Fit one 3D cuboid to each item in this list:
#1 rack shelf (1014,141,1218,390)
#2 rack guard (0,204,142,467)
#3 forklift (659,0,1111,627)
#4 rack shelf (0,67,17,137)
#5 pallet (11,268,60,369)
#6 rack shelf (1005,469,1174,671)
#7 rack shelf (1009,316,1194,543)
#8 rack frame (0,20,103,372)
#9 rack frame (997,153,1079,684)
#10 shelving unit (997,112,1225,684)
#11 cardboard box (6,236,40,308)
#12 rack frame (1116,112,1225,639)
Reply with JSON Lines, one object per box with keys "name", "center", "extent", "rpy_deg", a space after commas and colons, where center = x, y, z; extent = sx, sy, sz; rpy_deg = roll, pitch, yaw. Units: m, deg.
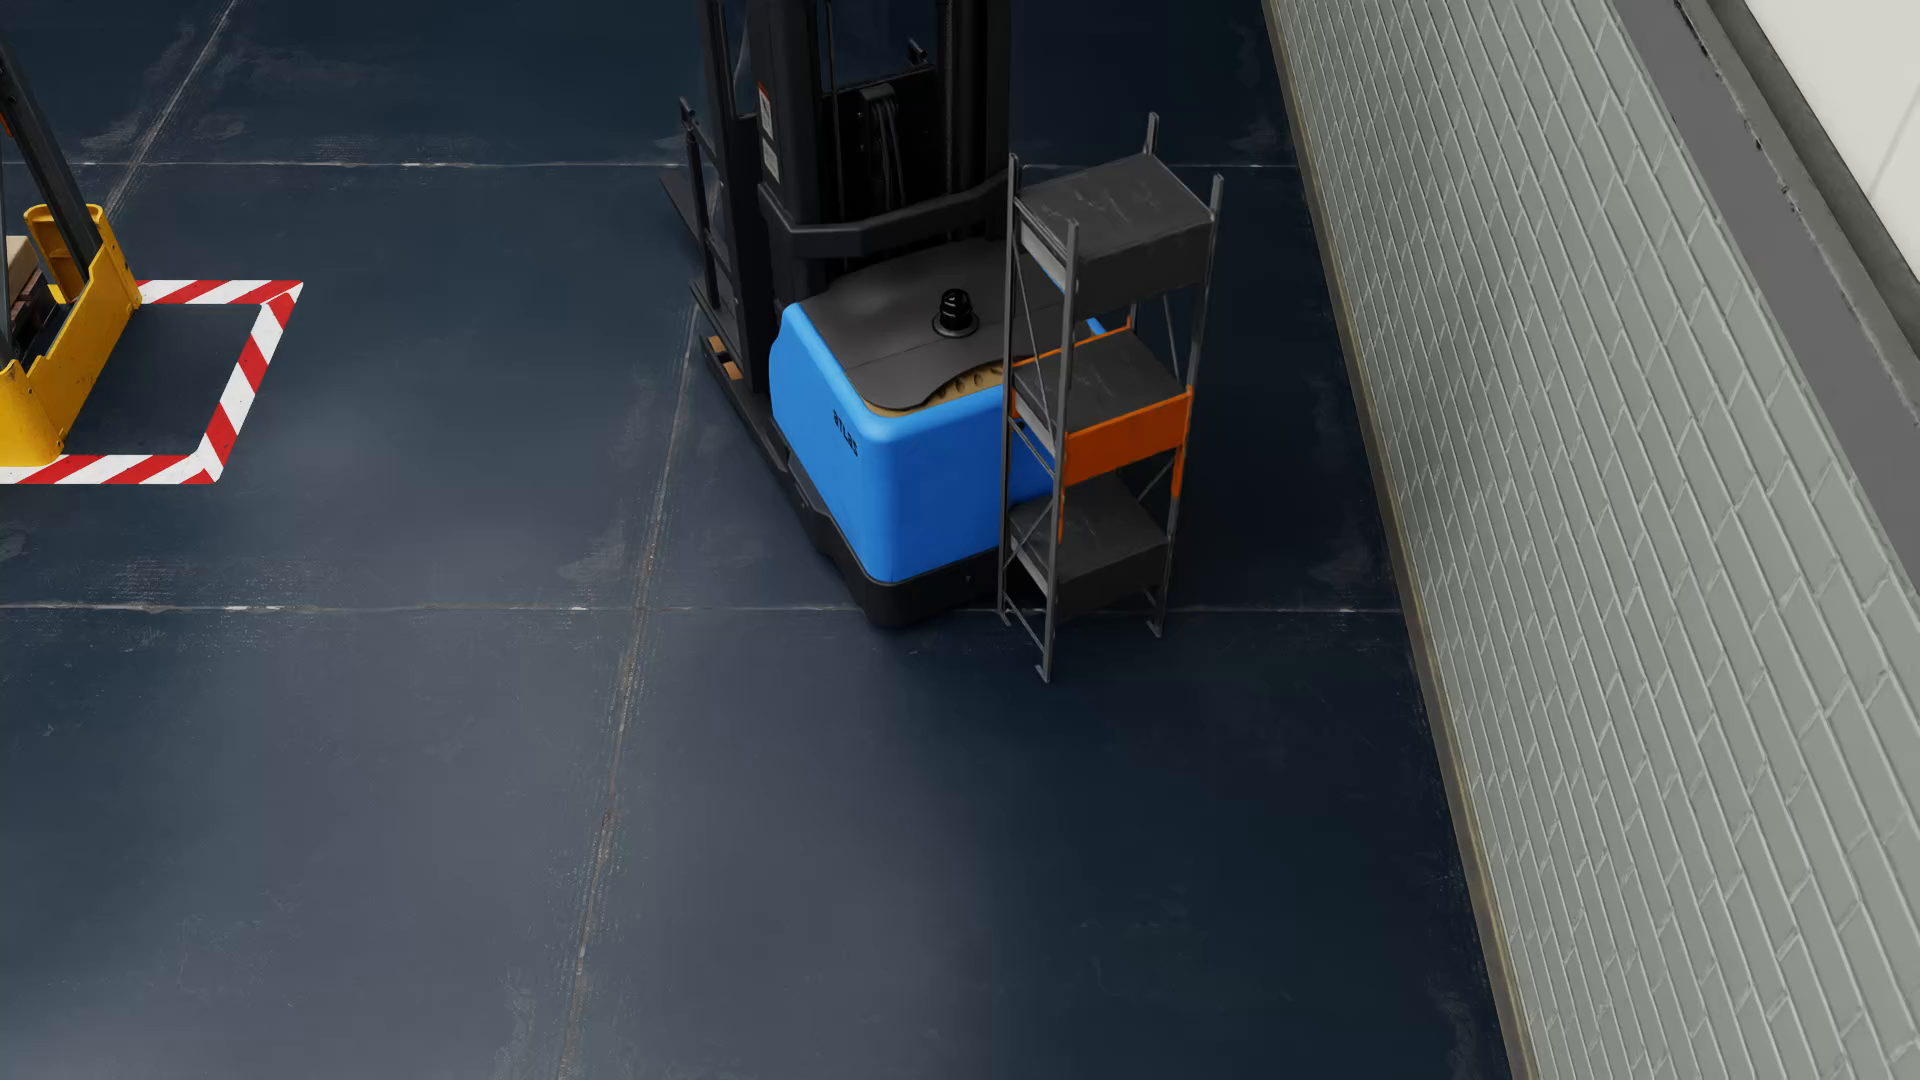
{"name": "rack shelf", "center": [0.460, -0.855, 5.174], "extent": [0.480, 0.518, 0.431], "rpy_deg": [-20, 50, -18]}
{"name": "rack guard", "center": [-4.007, -0.910, 7.255], "extent": [0.348, 0.500, 1.175], "rpy_deg": [0, 47, 0]}
{"name": "forklift", "center": [-0.503, -1.756, 6.382], "extent": [1.130, 2.935, 3.031], "rpy_deg": [-20, 50, -17]}
{"name": "rack shelf", "center": [-5.931, -1.521, 6.608], "extent": [4.000, 0.370, 1.077], "rpy_deg": [0, 47, 0]}
{"name": "pallet", "center": [-4.805, -0.812, 7.362], "extent": [1.213, 0.211, 1.003], "rpy_deg": [0, 47, 0]}
{"name": "rack shelf", "center": [0.460, 0.099, 6.199], "extent": [0.480, 0.518, 0.431], "rpy_deg": [-20, 50, -18]}
{"name": "rack shelf", "center": [0.460, -0.378, 5.686], "extent": [0.480, 0.518, 0.431], "rpy_deg": [-20, 50, -18]}
{"name": "rack frame", "center": [-3.931, -1.761, 6.340], "extent": [0.127, 3.000, 1.000], "rpy_deg": [0, 47, 0]}
{"name": "rack frame", "center": [0.242, -0.307, 5.601], "extent": [0.015, 2.100, 0.400], "rpy_deg": [-20, 50, -18]}
{"name": "shelving unit", "center": [0.460, -0.388, 5.676], "extent": [0.503, 2.100, 0.431], "rpy_deg": [-20, 50, -18]}
{"name": "cardboard box", "center": [-4.349, -1.192, 7.458], "extent": [0.250, 0.149, 0.380], "rpy_deg": [0, 47, 0]}
{"name": "rack frame", "center": [0.678, -0.468, 5.751], "extent": [0.015, 2.100, 0.400], "rpy_deg": [-20, 50, -18]}
